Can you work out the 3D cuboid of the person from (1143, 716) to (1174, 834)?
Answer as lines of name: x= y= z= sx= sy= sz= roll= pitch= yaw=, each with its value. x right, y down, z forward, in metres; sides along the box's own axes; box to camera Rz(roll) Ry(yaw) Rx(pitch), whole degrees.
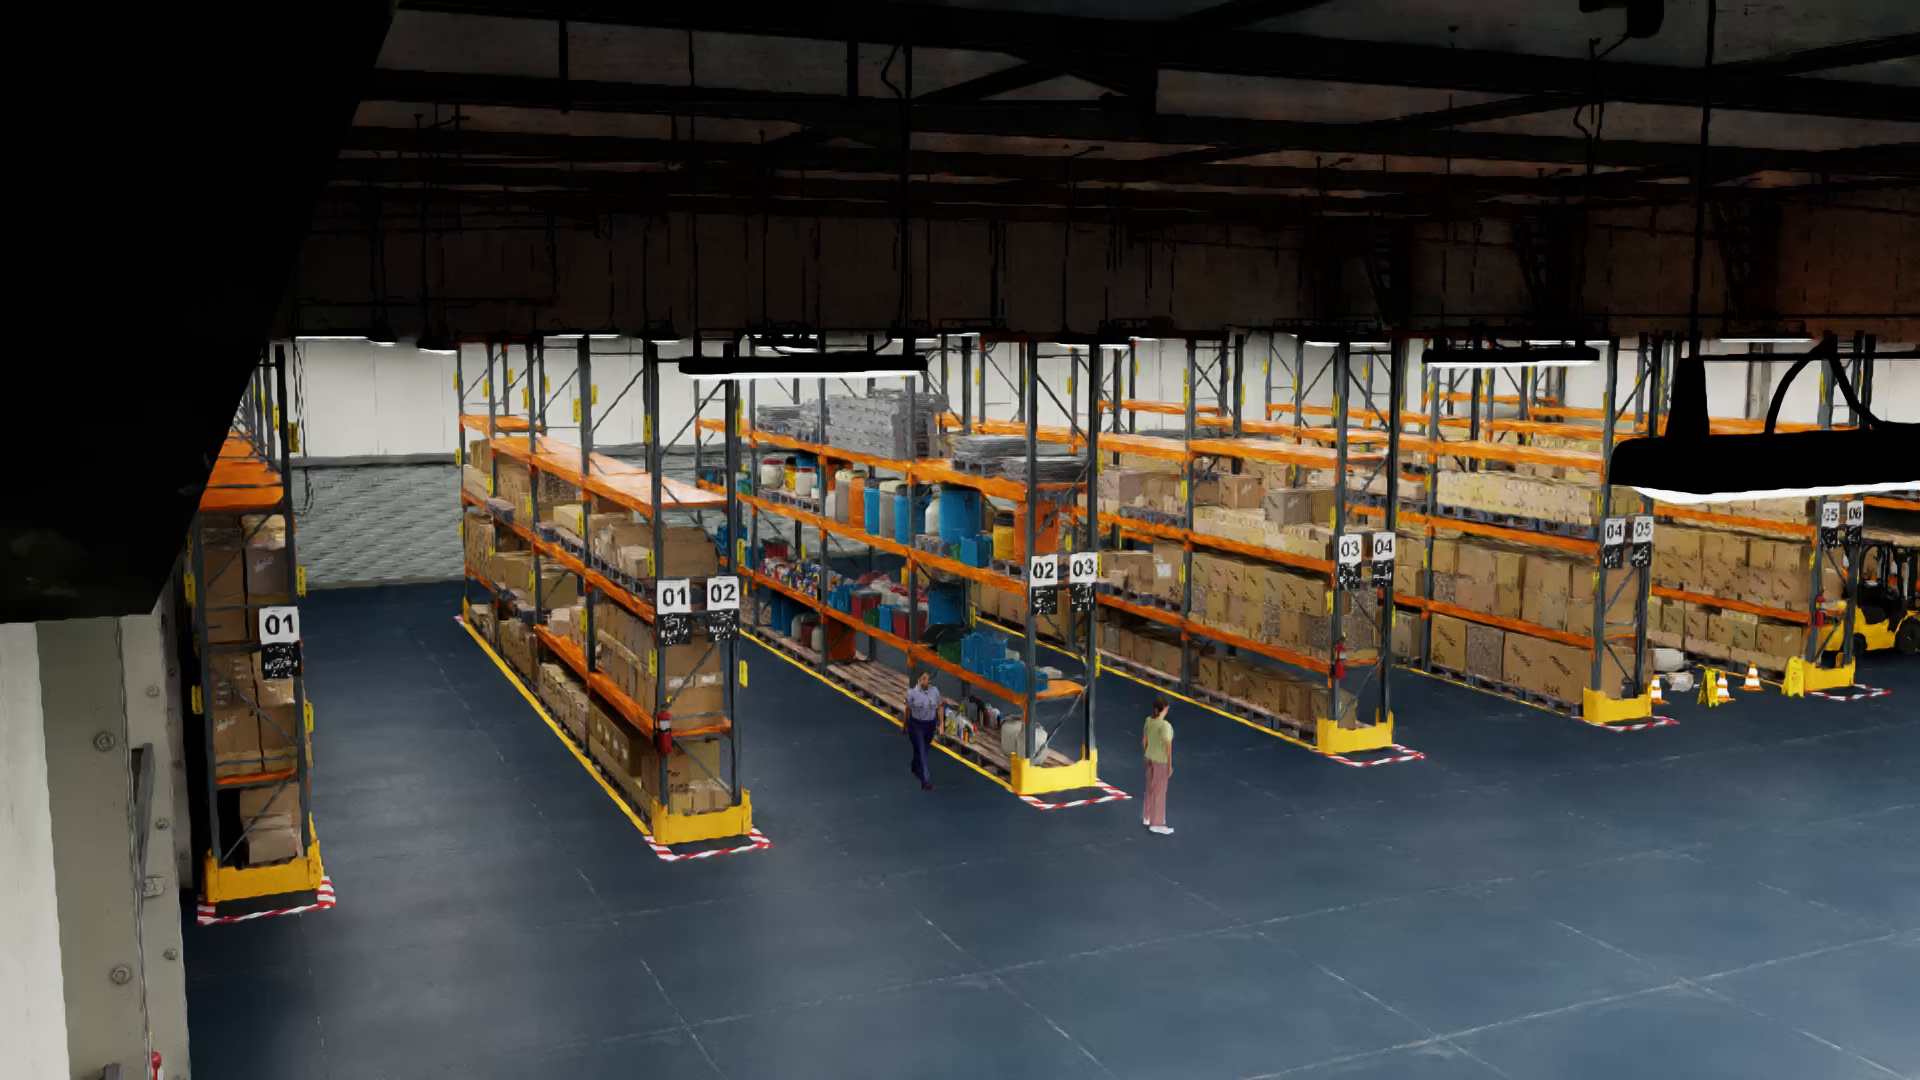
person: x=2.468 y=2.857 z=20.479 sx=0.372 sy=1.433 sz=0.542 roll=-4 pitch=9 yaw=-30

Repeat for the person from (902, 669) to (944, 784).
person: x=-0.510 y=2.483 z=22.583 sx=0.493 sy=1.544 sz=0.823 roll=-4 pitch=9 yaw=-25
